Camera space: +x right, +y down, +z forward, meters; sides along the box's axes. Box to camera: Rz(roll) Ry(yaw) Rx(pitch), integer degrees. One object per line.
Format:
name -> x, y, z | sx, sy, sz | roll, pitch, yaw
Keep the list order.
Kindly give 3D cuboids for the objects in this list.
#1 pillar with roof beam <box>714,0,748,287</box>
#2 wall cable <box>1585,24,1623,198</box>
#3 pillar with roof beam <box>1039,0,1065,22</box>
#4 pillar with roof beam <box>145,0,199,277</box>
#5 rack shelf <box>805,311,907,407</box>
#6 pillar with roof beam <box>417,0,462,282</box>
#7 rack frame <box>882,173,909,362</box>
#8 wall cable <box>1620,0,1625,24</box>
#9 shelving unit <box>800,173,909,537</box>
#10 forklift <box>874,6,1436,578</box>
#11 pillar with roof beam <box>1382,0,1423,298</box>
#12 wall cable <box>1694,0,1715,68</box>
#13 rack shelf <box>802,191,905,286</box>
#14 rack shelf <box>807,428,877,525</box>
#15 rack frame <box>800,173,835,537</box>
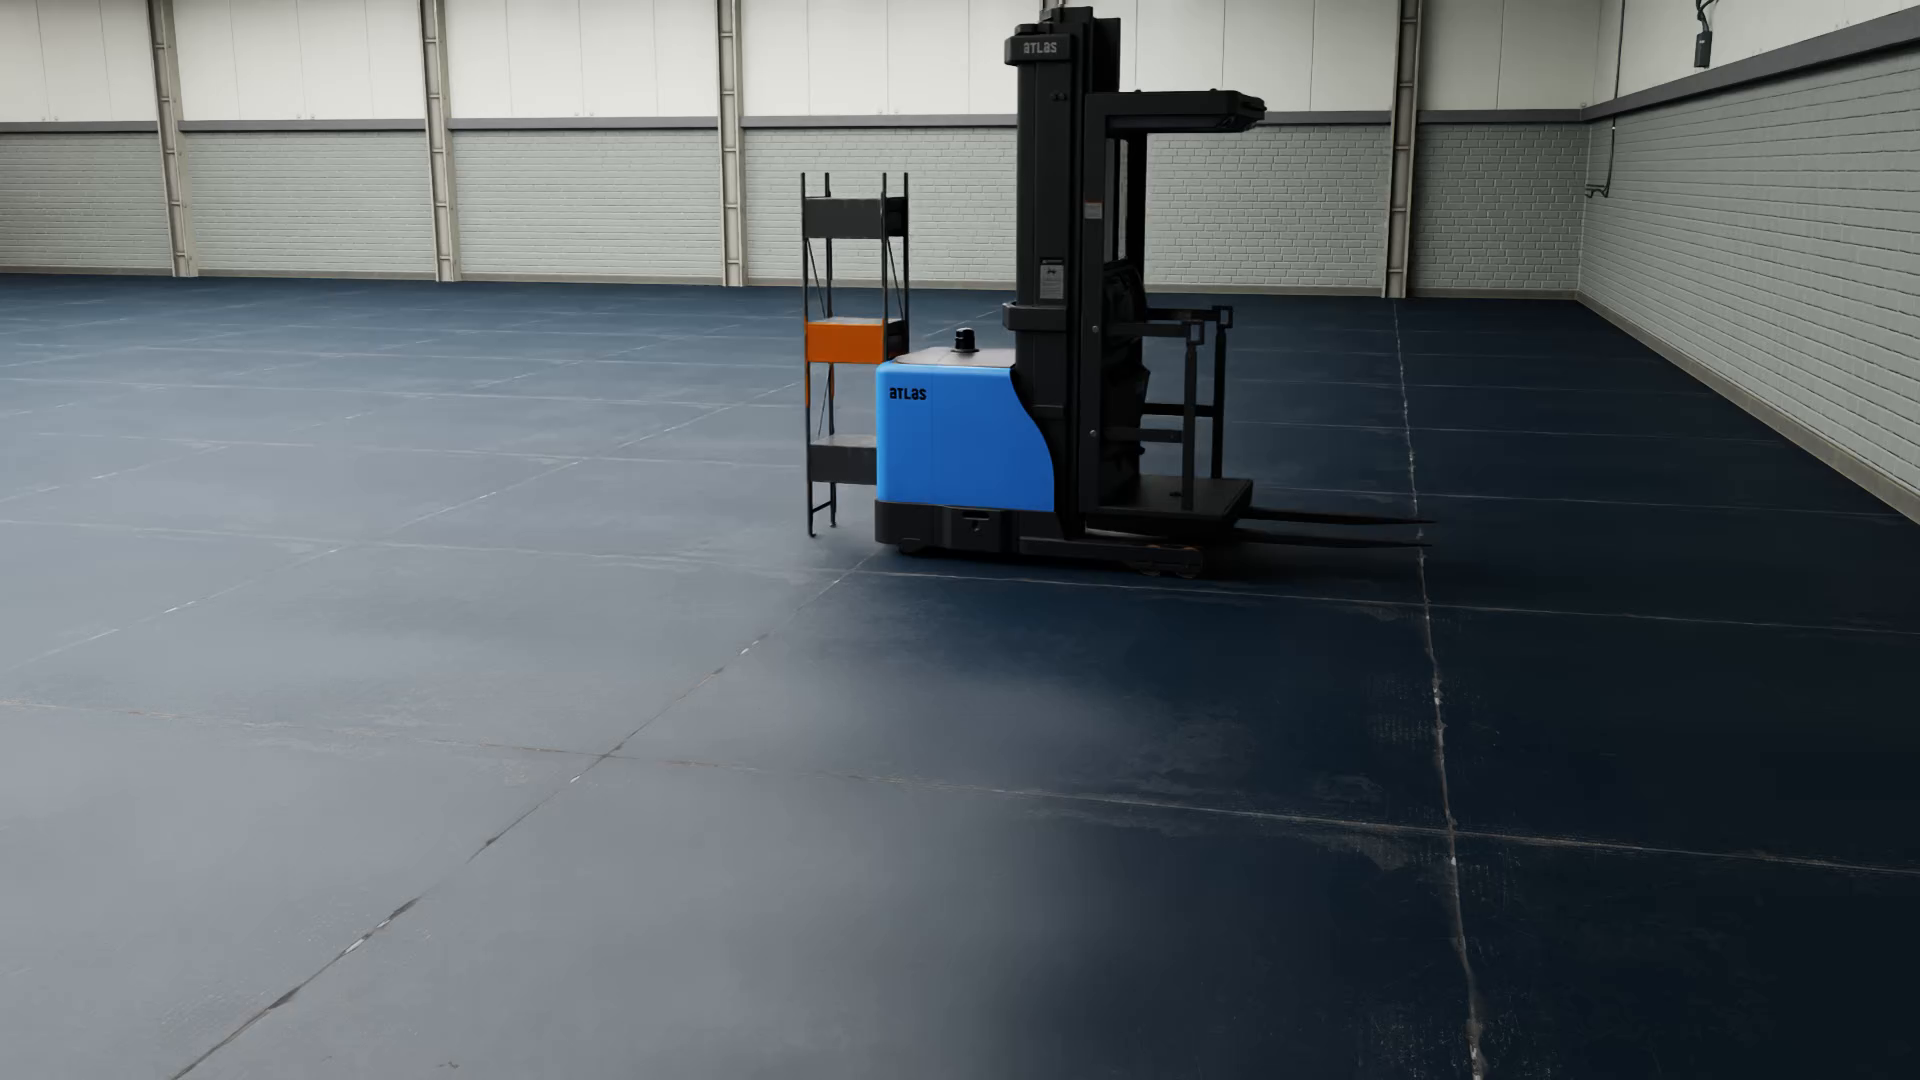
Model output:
pillar with roof beam -> -5.253, -8.271, 26.239 | 0.400, 9.000, 9.100 | 3, 13, 14
wall cable -> 9.972, -6.607, 25.907 | 0.112, 2.526, 3.097 | 3, 13, 14
pillar with roof beam -> 0.572, -7.960, 24.836 | 0.400, 9.000, 9.100 | 3, 13, 14
pillar with roof beam -> -16.903, -8.894, 29.046 | 0.400, 9.000, 9.100 | 3, 13, 14
rack shelf -> -0.598, -1.052, 9.692 | 0.480, 0.518, 0.431 | 4, 13, 17
pillar with roof beam -> -11.078, -8.583, 27.643 | 0.400, 9.000, 9.100 | 3, 13, 14
rack frame -> -0.365, -1.050, 9.617 | 0.015, 2.100, 0.400 | 4, 13, 17
wall cable -> 9.324, -8.504, 22.796 | 0.112, 2.526, 3.097 | 3, 13, 14
shelving unit -> -0.598, -1.066, 9.689 | 0.503, 2.100, 0.431 | 4, 13, 17
forklift -> 1.094, -1.356, 9.079 | 3.031, 2.935, 1.130 | 4, 13, 17
pillar with roof beam -> 6.397, -7.649, 23.433 | 0.400, 9.000, 9.100 | 3, 13, 14
wall cable -> 7.682, -7.788, 16.208 | 0.169, 6.003, 2.305 | 3, 13, 14
rack shelf -> -0.598, -1.736, 9.540 | 0.480, 0.518, 0.431 | 4, 13, 17
rack shelf -> -0.598, -0.369, 9.843 | 0.480, 0.518, 0.431 | 4, 13, 17
rack frame -> -0.831, -1.081, 9.761 | 0.015, 2.100, 0.400 | 4, 13, 17
